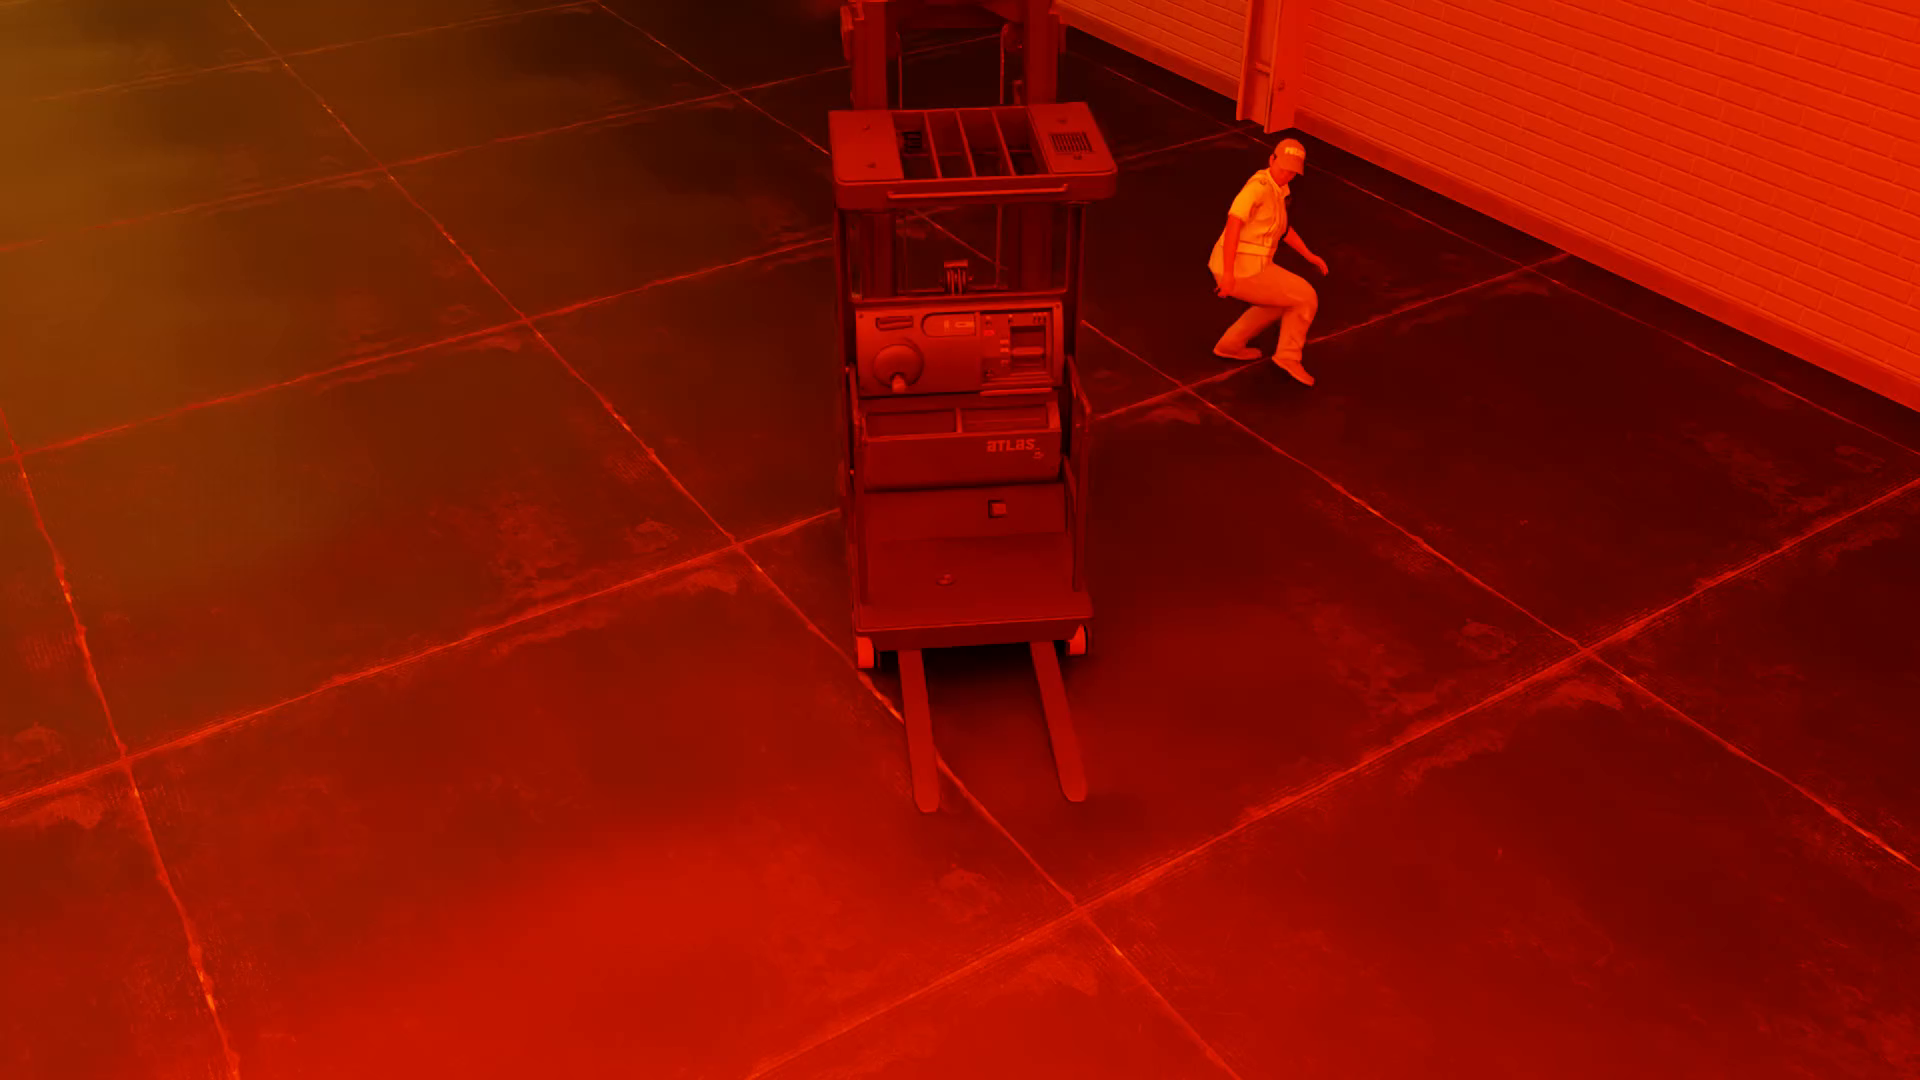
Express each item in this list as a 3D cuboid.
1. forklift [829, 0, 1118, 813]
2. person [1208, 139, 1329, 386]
[{"bbox_3d":[0.025,-0.798,7.284,1.130,2.935,3.031,-3,35,-5],"label":"forklift"},{"bbox_3d":[1.819,-1.604,9.743,0.718,1.463,0.708,4,35,5],"label":"person"}]
